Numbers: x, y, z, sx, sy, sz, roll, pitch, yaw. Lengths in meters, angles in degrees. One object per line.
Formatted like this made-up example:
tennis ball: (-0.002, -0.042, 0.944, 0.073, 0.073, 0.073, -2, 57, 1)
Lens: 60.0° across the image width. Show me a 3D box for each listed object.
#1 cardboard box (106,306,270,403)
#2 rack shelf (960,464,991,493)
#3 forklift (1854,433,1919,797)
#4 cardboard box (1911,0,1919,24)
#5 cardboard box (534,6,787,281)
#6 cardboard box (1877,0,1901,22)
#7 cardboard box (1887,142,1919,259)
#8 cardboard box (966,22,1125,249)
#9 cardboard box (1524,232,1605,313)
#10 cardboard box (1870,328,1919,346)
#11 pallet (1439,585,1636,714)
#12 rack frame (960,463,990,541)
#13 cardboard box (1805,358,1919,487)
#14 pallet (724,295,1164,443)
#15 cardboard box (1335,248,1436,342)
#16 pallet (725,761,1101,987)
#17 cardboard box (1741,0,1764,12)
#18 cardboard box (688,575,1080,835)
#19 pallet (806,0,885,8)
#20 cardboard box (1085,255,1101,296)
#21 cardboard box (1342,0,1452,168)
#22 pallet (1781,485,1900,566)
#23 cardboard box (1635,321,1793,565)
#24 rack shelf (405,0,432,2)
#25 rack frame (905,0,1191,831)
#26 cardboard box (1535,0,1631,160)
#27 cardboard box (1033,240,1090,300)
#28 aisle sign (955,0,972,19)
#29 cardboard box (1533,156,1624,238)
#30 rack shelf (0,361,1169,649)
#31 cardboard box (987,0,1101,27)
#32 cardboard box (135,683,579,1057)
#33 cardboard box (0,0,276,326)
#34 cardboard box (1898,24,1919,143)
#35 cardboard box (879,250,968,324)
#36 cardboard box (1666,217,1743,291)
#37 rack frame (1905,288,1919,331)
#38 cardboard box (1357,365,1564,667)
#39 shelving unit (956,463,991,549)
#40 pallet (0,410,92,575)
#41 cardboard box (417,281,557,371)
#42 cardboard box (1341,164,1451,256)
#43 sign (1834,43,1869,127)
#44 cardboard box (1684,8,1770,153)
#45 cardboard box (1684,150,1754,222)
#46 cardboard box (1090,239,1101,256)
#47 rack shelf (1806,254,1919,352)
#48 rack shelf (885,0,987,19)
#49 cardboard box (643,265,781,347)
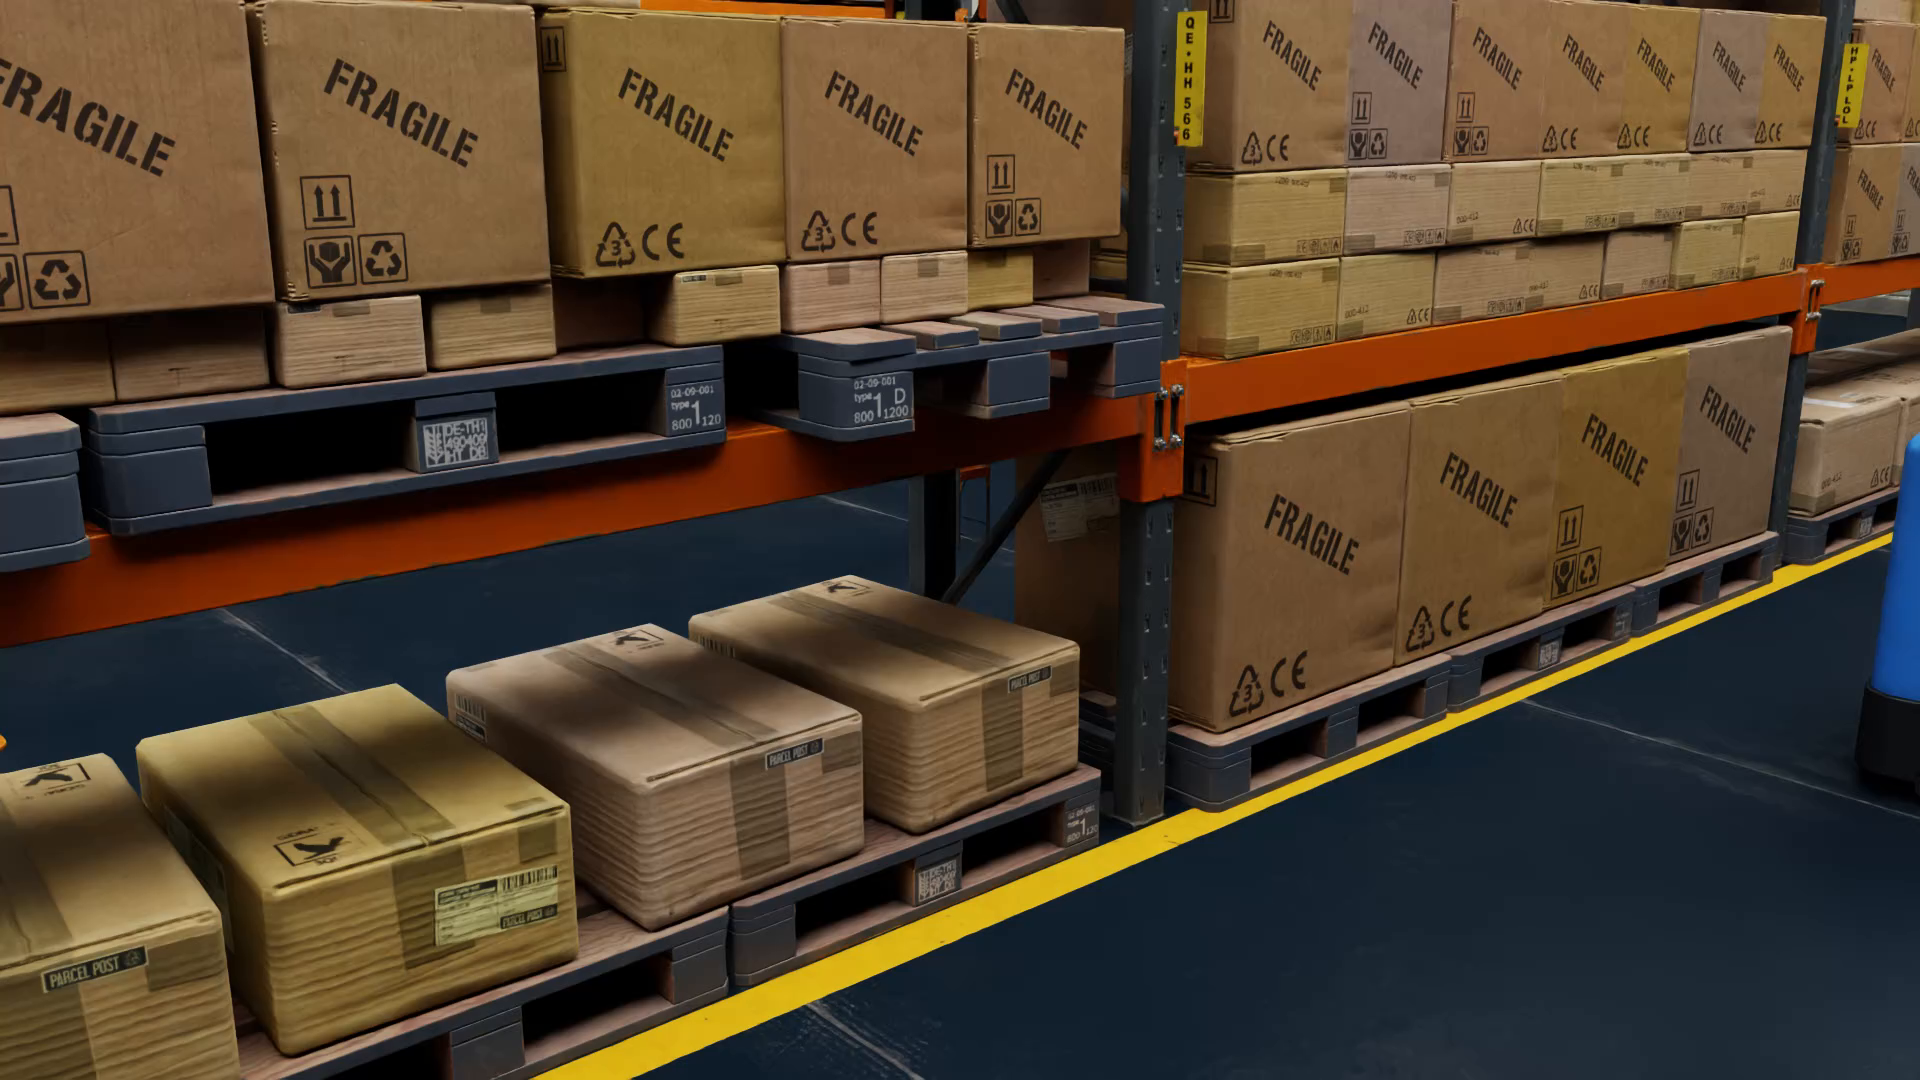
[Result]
cardboard box: (-1.415, -0.354, 2.935, 0.250, 0.149, 0.380, -12, 19, -39)
rack shelf: (-0.011, -0.302, 7.659, 0.180, 0.103, 0.258, -13, 19, -39)
forklift: (4.133, -0.524, 4.033, 3.031, 2.935, 1.130, 12, 19, 38)
cardboard box: (4.213, -2.391, 7.500, 0.250, 0.149, 0.380, -13, 20, -40)
cardboard box: (-0.712, -0.826, 3.445, 0.500, 0.500, 0.500, -14, 21, -43)
cardboard box: (3.820, -2.309, 7.195, 0.250, 0.149, 0.380, -12, 19, -39)
cardboard box: (4.136, -1.576, 7.645, 0.500, 0.500, 0.500, -12, 19, -39)
cardboard box: (0.050, -1.001, 4.102, 0.500, 0.500, 0.500, -13, 20, -41)
cardboard box: (1.891, -0.961, 5.827, 0.500, 0.250, 0.500, -13, 19, -39)
cardboard box: (5.814, -0.926, 9.557, 0.875, 0.438, 0.875, -14, 20, -41)
pallet: (1.775, 0.285, 6.273, 1.213, 0.211, 1.003, -13, 19, -39)
rack frame: (0.058, -0.593, 7.644, 0.006, 1.200, 0.240, -13, 19, -39)
cardboard box: (4.447, -0.617, 8.400, 0.875, 0.438, 0.875, -13, 20, -41)
pallet: (-0.257, -0.503, 4.193, 1.003, 0.211, 1.213, -13, 19, -39)
cardboard box: (1.121, -0.789, 5.183, 0.500, 0.250, 0.500, -13, 20, -41)
pallet: (-0.380, 0.742, 4.563, 1.213, 0.211, 1.003, -13, 19, -39)
cardboard box: (3.522, -2.397, 7.525, 0.250, 0.149, 0.380, -12, 19, -38)
cardboard box: (-0.222, 0.423, 4.632, 0.625, 0.372, 0.950, -14, 21, -43)
pallet: (-0.812, -5.301, 16.141, 1.213, 0.211, 1.003, -13, 19, -39)
cardboard box: (0.422, -0.801, 5.227, 0.500, 0.250, 0.500, -14, 20, -41)
cardboard box: (1.111, -1.391, 5.012, 0.500, 0.500, 0.500, -13, 19, -39)
pallet: (3.853, -0.181, 8.020, 1.213, 0.211, 1.003, -13, 19, -39)
cardboard box: (2.813, -0.471, 7.003, 0.875, 0.875, 0.875, -12, 19, -38)
rack shelf: (-4.786, -4.107, 12.895, 4.000, 0.370, 1.077, -13, 19, -39)
rack frame: (0.211, -0.737, 4.698, 0.127, 3.000, 1.000, -13, 19, -39)
cardboard box: (1.895, -1.560, 5.647, 0.500, 0.500, 0.500, -12, 19, -38)
cardboard box: (0.118, -0.718, 4.297, 0.250, 0.149, 0.380, -12, 19, -37)
aisle sign: (-0.008, -5.232, 16.486, 0.004, 0.787, 0.394, -13, 19, -39)
cardboard box: (1.921, -1.197, 5.740, 0.500, 0.250, 0.500, -12, 19, -38)
rack shelf: (-1.298, -0.051, 3.522, 4.000, 0.370, 1.077, -13, 19, -39)
cardboard box: (0.429, -1.407, 5.075, 0.500, 0.500, 0.500, -13, 20, -41)
cardboard box: (-1.349, 0.677, 3.681, 0.625, 0.372, 0.950, -12, 19, -38)
cardboard box: (-1.505, -0.644, 2.766, 0.500, 0.500, 0.500, -13, 20, -40)
cardboard box: (4.132, -2.064, 7.534, 0.500, 0.500, 0.500, -13, 20, -40)
cardboard box: (-0.197, -0.607, 3.882, 0.250, 0.149, 0.380, -13, 20, -40)
cardboard box: (2.670, -1.131, 6.464, 0.500, 0.250, 0.500, -13, 20, -40)
rack frame: (6.246, -2.093, 9.772, 0.127, 3.000, 1.000, -13, 19, -39)
cardboard box: (1.462, -0.165, 5.858, 0.875, 0.875, 0.875, -12, 19, -39)
shelving unit: (-0.011, -0.577, 7.586, 0.189, 1.200, 0.258, -13, 19, -39)
pallet: (-2.135, -0.068, 2.565, 1.213, 0.211, 1.003, -13, 19, -39)
cardboard box: (-0.999, -0.440, 3.257, 0.250, 0.149, 0.380, -13, 20, -41)
cardboard box: (1.146, -1.032, 5.121, 0.500, 0.250, 0.500, -12, 19, -38)
sign: (3.592, -1.832, 6.706, 0.005, 0.325, 0.100, -13, 19, -39)
cardboard box: (2.671, -1.733, 6.293, 0.500, 0.500, 0.500, -12, 19, -38)
cardboard box: (2.683, -1.376, 6.411, 0.500, 0.250, 0.500, -12, 19, -38)
cardboard box: (0.409, -1.038, 5.145, 0.500, 0.250, 0.500, -13, 20, -40)
rack shelf: (4.737, -1.406, 8.596, 4.000, 0.370, 1.077, -13, 19, -39)
rack shelf: (-1.606, -3.124, 9.216, 4.000, 0.370, 1.077, -13, 19, -39)
cardboard box: (-0.591, -0.516, 3.543, 0.250, 0.149, 0.380, -12, 19, -38)
